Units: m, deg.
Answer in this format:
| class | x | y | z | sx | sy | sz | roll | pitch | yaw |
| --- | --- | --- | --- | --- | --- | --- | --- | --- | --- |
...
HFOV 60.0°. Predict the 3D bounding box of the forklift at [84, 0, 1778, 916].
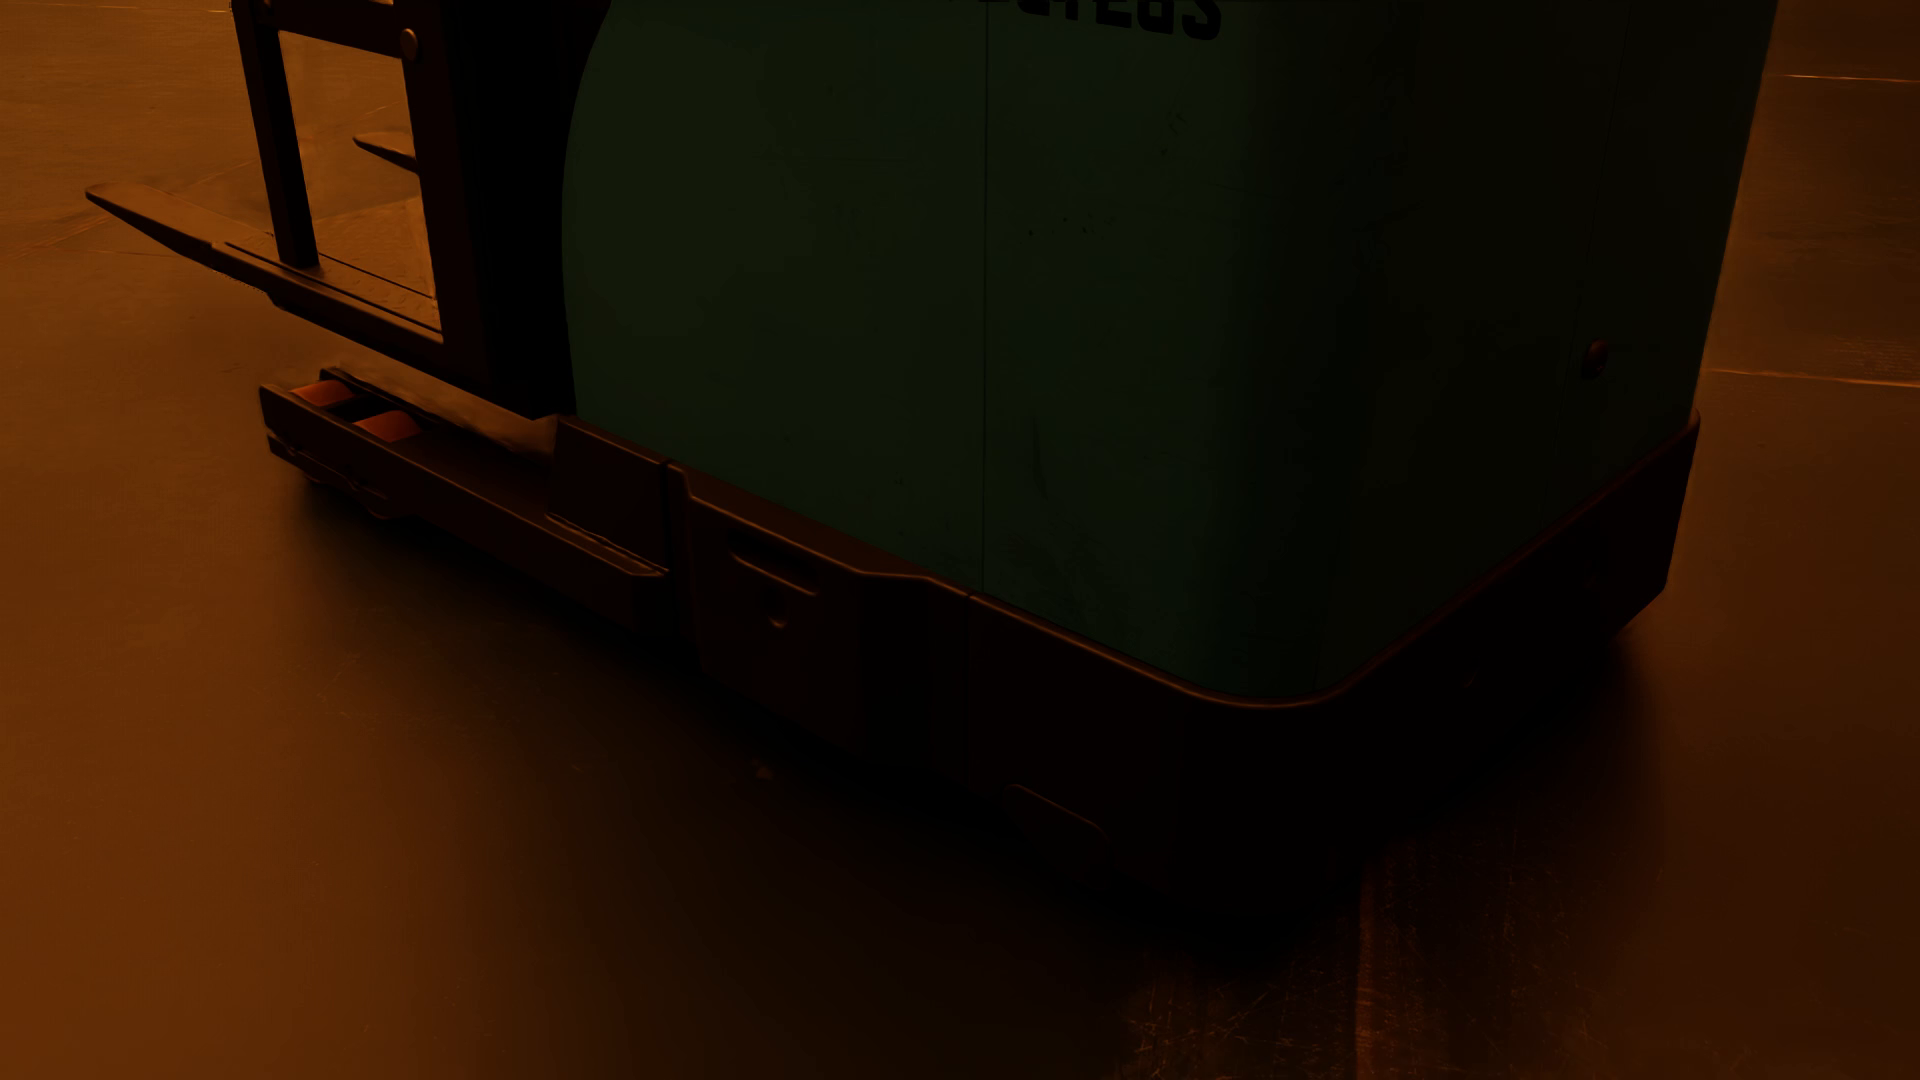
| class | x | y | z | sx | sy | sz | roll | pitch | yaw |
| --- | --- | --- | --- | --- | --- | --- | --- | --- | --- |
| forklift | -0.477 | -1.493 | 2.205 | 3.031 | 2.935 | 1.130 | 22 | 34 | 37 |
